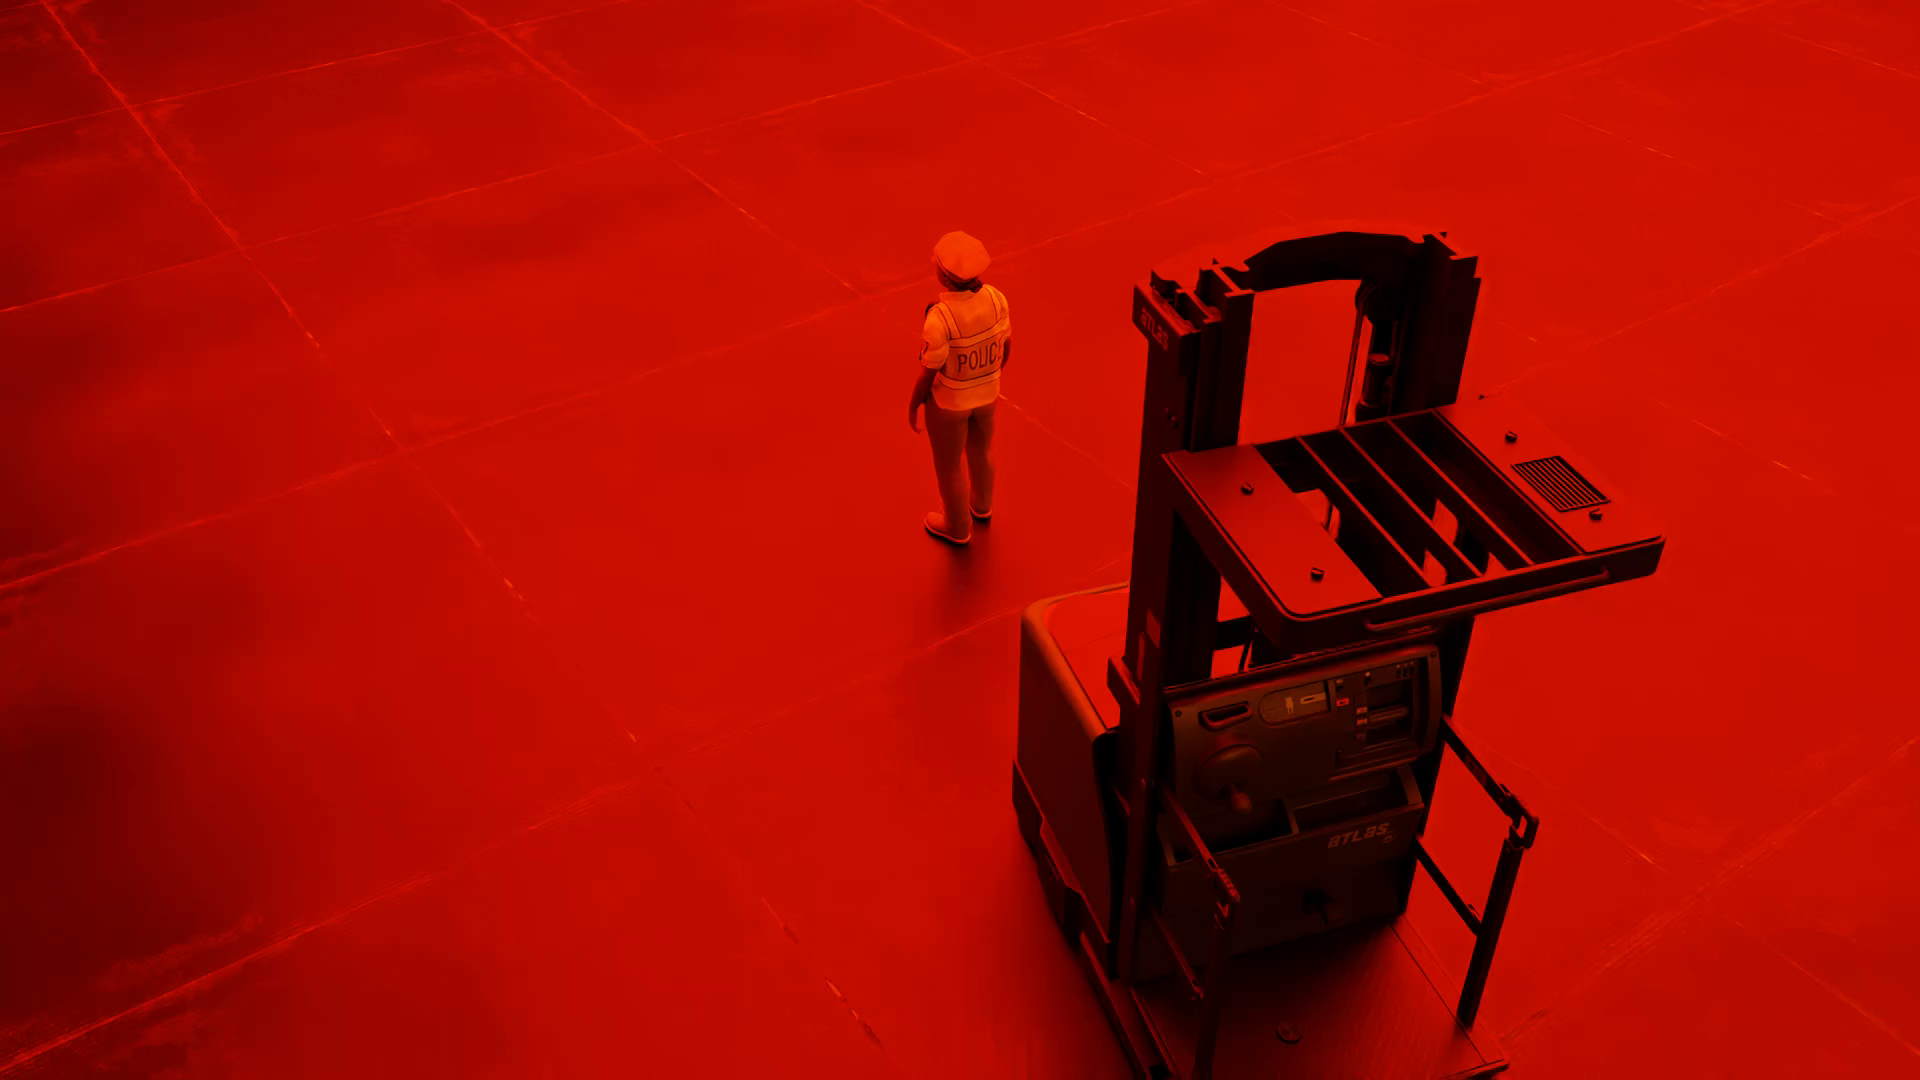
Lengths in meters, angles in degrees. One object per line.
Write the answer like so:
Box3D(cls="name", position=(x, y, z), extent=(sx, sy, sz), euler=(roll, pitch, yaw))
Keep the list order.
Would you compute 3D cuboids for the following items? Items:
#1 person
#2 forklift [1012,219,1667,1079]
Box3D(cls="person", position=(-0.027, -0.730, 7.960), extent=(0.569, 1.695, 0.530), euler=(-23, 42, -28))
Box3D(cls="forklift", position=(1.158, 0.663, 5.048), extent=(1.130, 2.935, 3.031), euler=(-11, 38, -15))
